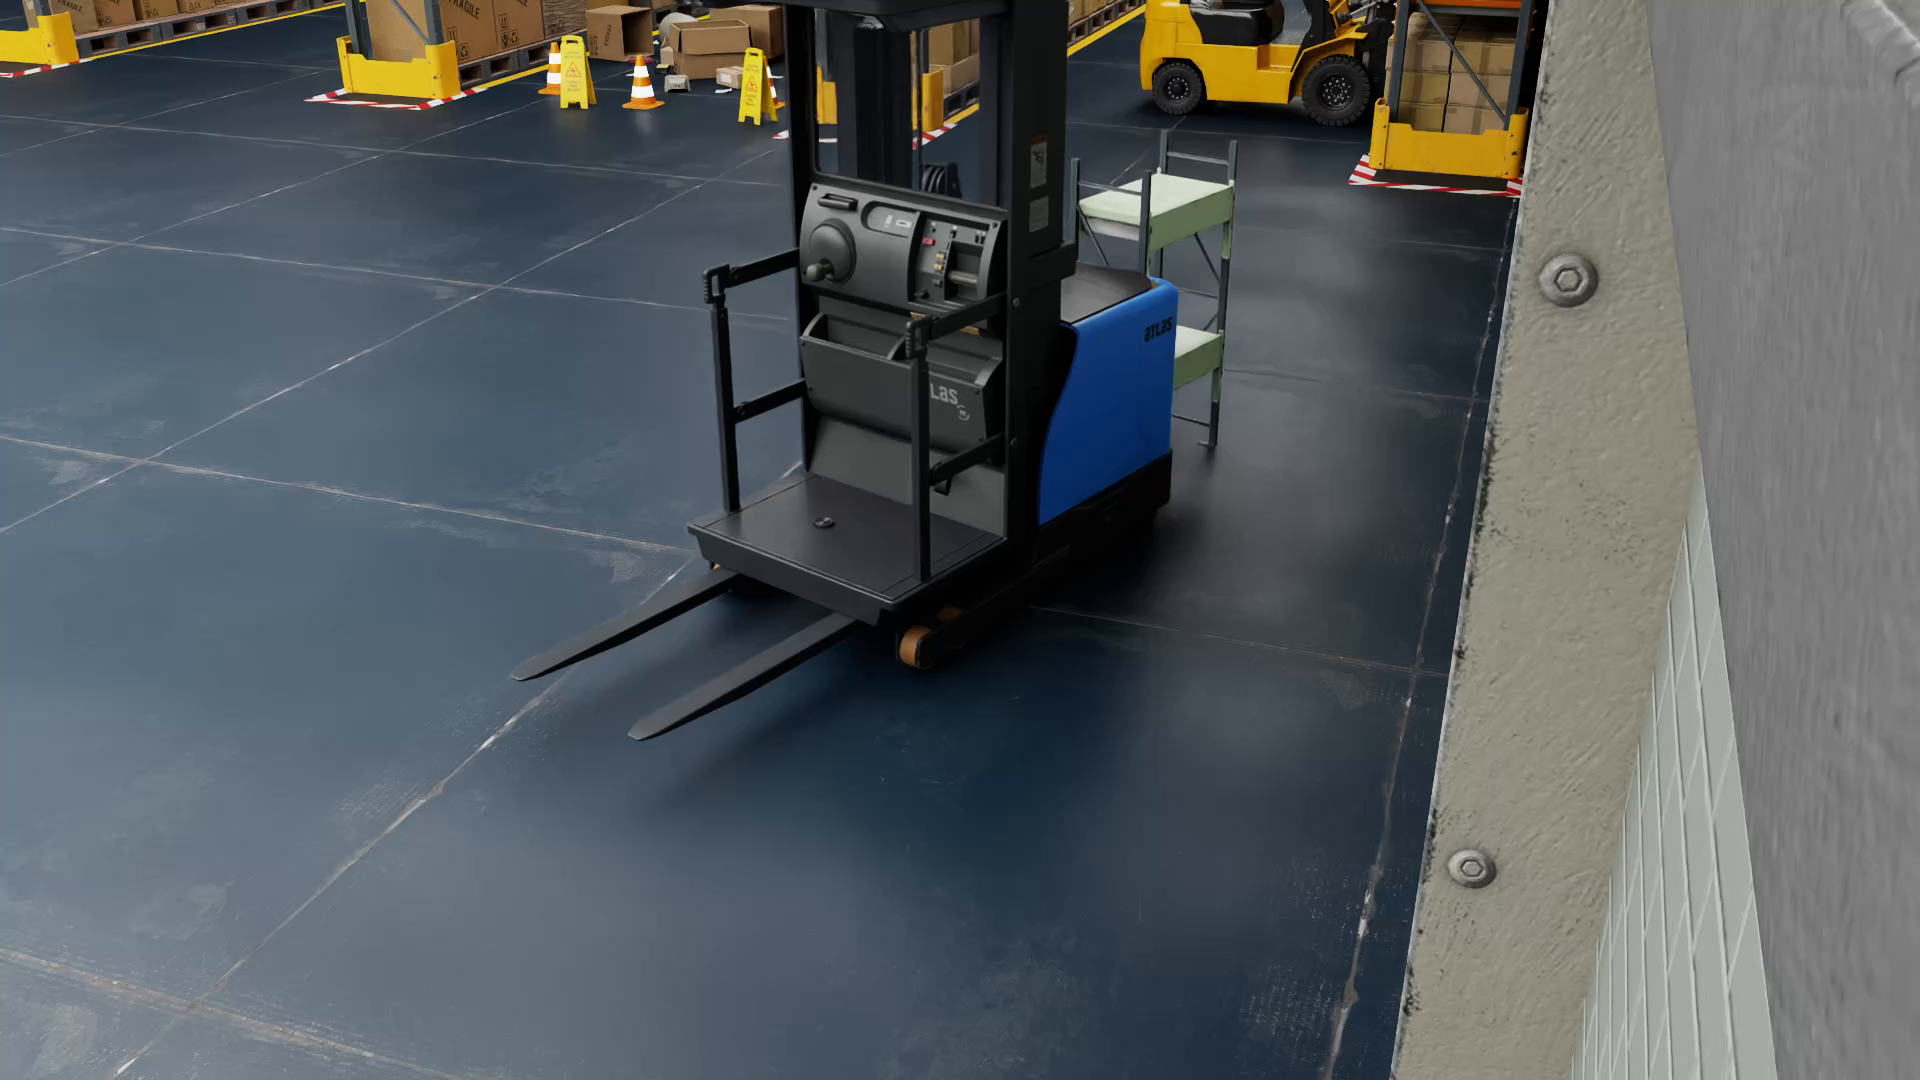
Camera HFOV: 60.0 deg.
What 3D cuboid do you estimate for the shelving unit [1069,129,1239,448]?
[{"bbox_3d":[0.876,-1.062,7.722,0.431,1.500,0.755,19,32,34],"label":"shelving unit"}]

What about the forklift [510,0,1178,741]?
[{"bbox_3d":[-0.364,-1.076,6.110,1.130,2.935,3.031,19,32,34],"label":"forklift"}]

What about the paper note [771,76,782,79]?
[{"bbox_3d":[-1.900,-4.742,17.022,0.148,0.019,0.142,20,32,35],"label":"paper note"}]

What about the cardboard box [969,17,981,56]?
[{"bbox_3d":[-0.056,-4.885,15.710,0.500,0.500,0.500,8,27,16],"label":"cardboard box"}]

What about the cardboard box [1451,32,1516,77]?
[{"bbox_3d":[4.258,-3.932,13.456,0.500,0.250,0.500,8,27,17],"label":"cardboard box"}]

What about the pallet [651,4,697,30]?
[{"bbox_3d":[-3.947,-6.472,20.375,1.003,0.211,1.213,9,27,17],"label":"pallet"}]

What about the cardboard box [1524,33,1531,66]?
[{"bbox_3d":[4.957,-4.530,15.263,0.500,0.250,0.500,9,27,17],"label":"cardboard box"}]

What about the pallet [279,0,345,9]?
[{"bbox_3d":[-8.518,-7.225,21.930,1.003,0.211,1.213,9,27,17],"label":"pallet"}]

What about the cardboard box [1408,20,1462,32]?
[{"bbox_3d":[3.944,-4.207,14.024,0.500,0.250,0.500,9,27,18],"label":"cardboard box"}]

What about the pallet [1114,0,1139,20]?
[{"bbox_3d":[1.639,-6.791,21.033,1.003,0.211,1.213,9,27,17],"label":"pallet"}]

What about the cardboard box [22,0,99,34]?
[{"bbox_3d":[-9.884,-5.834,18.244,0.500,0.500,0.500,14,29,27],"label":"cardboard box"}]

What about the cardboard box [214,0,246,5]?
[{"bbox_3d":[-9.130,-6.829,20.299,0.500,0.500,0.500,19,32,34],"label":"cardboard box"}]

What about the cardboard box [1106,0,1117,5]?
[{"bbox_3d":[1.465,-6.838,20.464,0.950,0.372,0.625,8,27,16],"label":"cardboard box"}]

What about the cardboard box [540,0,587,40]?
[{"bbox_3d":[-4.704,-6.013,18.182,0.875,0.875,0.875,9,27,18],"label":"cardboard box"}]

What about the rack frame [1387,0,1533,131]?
[{"bbox_3d":[3.920,-4.361,12.815,1.000,3.000,0.127,9,27,17],"label":"rack frame"}]

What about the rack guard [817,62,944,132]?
[{"bbox_3d":[-0.737,-3.985,14.907,1.175,0.500,0.348,9,27,17],"label":"rack guard"}]

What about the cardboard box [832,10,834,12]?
[{"bbox_3d":[-1.119,-6.184,18.581,0.500,0.500,0.500,9,27,17],"label":"cardboard box"}]

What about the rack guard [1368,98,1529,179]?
[{"bbox_3d":[3.912,-3.226,13.339,1.175,0.500,0.348,9,27,17],"label":"rack guard"}]

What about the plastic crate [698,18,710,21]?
[{"bbox_3d":[-2.955,-5.898,19.150,0.662,0.188,0.450,-20,23,-36],"label":"plastic crate"}]

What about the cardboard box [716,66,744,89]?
[{"bbox_3d":[-2.231,-4.627,16.636,0.250,0.149,0.380,-20,33,-36],"label":"cardboard box"}]

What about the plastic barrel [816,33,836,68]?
[{"bbox_3d":[-1.502,-4.988,17.066,0.421,0.421,0.512,-14,29,-27],"label":"plastic barrel"}]

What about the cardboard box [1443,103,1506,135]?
[{"bbox_3d":[4.268,-3.486,13.681,0.500,0.250,0.500,9,27,18],"label":"cardboard box"}]

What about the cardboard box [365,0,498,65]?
[{"bbox_3d":[-5.300,-5.276,16.662,0.875,0.875,0.875,9,27,18],"label":"cardboard box"}]

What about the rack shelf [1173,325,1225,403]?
[{"bbox_3d":[0.876,-0.769,7.865,0.431,0.370,0.720,19,32,34],"label":"rack shelf"}]

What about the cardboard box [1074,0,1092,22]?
[{"bbox_3d":[0.977,-6.241,19.231,0.950,0.372,0.625,11,28,21],"label":"cardboard box"}]

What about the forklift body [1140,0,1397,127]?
[{"bbox_3d":[2.831,-5.023,15.155,2.313,2.155,1.214,9,27,17],"label":"forklift body"}]

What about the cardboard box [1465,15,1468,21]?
[{"bbox_3d":[4.278,-4.623,14.883,0.500,0.250,0.500,8,27,16],"label":"cardboard box"}]

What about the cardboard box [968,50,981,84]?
[{"bbox_3d":[-0.056,-4.531,15.839,0.500,0.250,0.500,10,27,19],"label":"cardboard box"}]

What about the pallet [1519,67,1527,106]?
[{"bbox_3d":[4.947,-4.429,16.155,1.003,0.211,1.213,9,27,17],"label":"pallet"}]

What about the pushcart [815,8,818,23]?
[{"bbox_3d":[-1.598,-5.853,18.905,1.648,0.377,0.936,0,26,-1],"label":"pushcart"}]

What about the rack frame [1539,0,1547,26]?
[{"bbox_3d":[6.582,-7.648,19.605,1.000,3.000,0.127,9,27,17],"label":"rack frame"}]

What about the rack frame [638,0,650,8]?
[{"bbox_3d":[-4.132,-7.399,19.090,1.000,3.000,0.127,9,27,17],"label":"rack frame"}]

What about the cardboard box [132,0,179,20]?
[{"bbox_3d":[-9.491,-6.339,19.288,0.500,0.500,0.500,11,28,22],"label":"cardboard box"}]

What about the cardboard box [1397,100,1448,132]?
[{"bbox_3d":[3.778,-3.551,13.816,0.500,0.250,0.500,9,27,18],"label":"cardboard box"}]

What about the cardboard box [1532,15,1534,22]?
[{"bbox_3d":[5.282,-4.951,16.134,0.500,0.250,0.500,8,27,16],"label":"cardboard box"}]

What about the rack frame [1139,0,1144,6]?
[{"bbox_3d":[1.900,-8.367,21.088,1.000,3.000,0.127,9,27,17],"label":"rack frame"}]

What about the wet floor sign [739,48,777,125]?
[{"bbox_3d":[-1.834,-4.097,14.970,0.267,0.644,0.232,20,32,35],"label":"wet floor sign"}]

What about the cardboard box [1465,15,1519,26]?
[{"bbox_3d":[4.598,-4.342,14.302,0.500,0.250,0.500,9,27,17],"label":"cardboard box"}]

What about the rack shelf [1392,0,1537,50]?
[{"bbox_3d":[4.586,-4.859,14.669,1.077,0.370,4.000,9,27,17],"label":"rack shelf"}]

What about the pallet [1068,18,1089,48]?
[{"bbox_3d":[0.827,-5.788,18.962,1.003,0.211,1.213,9,27,17],"label":"pallet"}]

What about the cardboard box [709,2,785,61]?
[{"bbox_3d":[-2.262,-5.491,17.858,0.797,0.637,0.503,9,27,17],"label":"cardboard box"}]

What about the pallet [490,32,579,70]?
[{"bbox_3d":[-4.864,-5.340,18.037,1.003,0.211,1.213,9,27,17],"label":"pallet"}]

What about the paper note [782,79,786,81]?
[{"bbox_3d":[-1.781,-4.676,16.896,0.032,0.001,0.123,9,27,17],"label":"paper note"}]

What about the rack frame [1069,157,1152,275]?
[{"bbox_3d":[0.649,-0.937,7.464,0.400,1.500,0.023,19,32,34],"label":"rack frame"}]

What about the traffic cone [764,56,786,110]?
[{"bbox_3d":[-1.835,-4.301,15.602,0.336,0.463,0.334,9,27,17],"label":"traffic cone"}]

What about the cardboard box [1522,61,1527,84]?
[{"bbox_3d":[5.119,-4.518,15.813,0.500,0.250,0.500,9,27,17],"label":"cardboard box"}]

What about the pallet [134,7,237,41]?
[{"bbox_3d":[-9.371,-6.121,19.649,1.003,0.211,1.213,9,27,17],"label":"pallet"}]

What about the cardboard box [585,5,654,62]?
[{"bbox_3d":[-3.681,-5.488,18.009,0.500,0.500,0.500,14,29,26],"label":"cardboard box"}]

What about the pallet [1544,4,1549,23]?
[{"bbox_3d":[6.866,-6.695,20.835,1.003,0.211,1.213,9,27,17],"label":"pallet"}]

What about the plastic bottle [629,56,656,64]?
[{"bbox_3d":[-3.390,-5.130,17.776,0.283,0.061,0.133,0,26,-1],"label":"plastic bottle"}]
